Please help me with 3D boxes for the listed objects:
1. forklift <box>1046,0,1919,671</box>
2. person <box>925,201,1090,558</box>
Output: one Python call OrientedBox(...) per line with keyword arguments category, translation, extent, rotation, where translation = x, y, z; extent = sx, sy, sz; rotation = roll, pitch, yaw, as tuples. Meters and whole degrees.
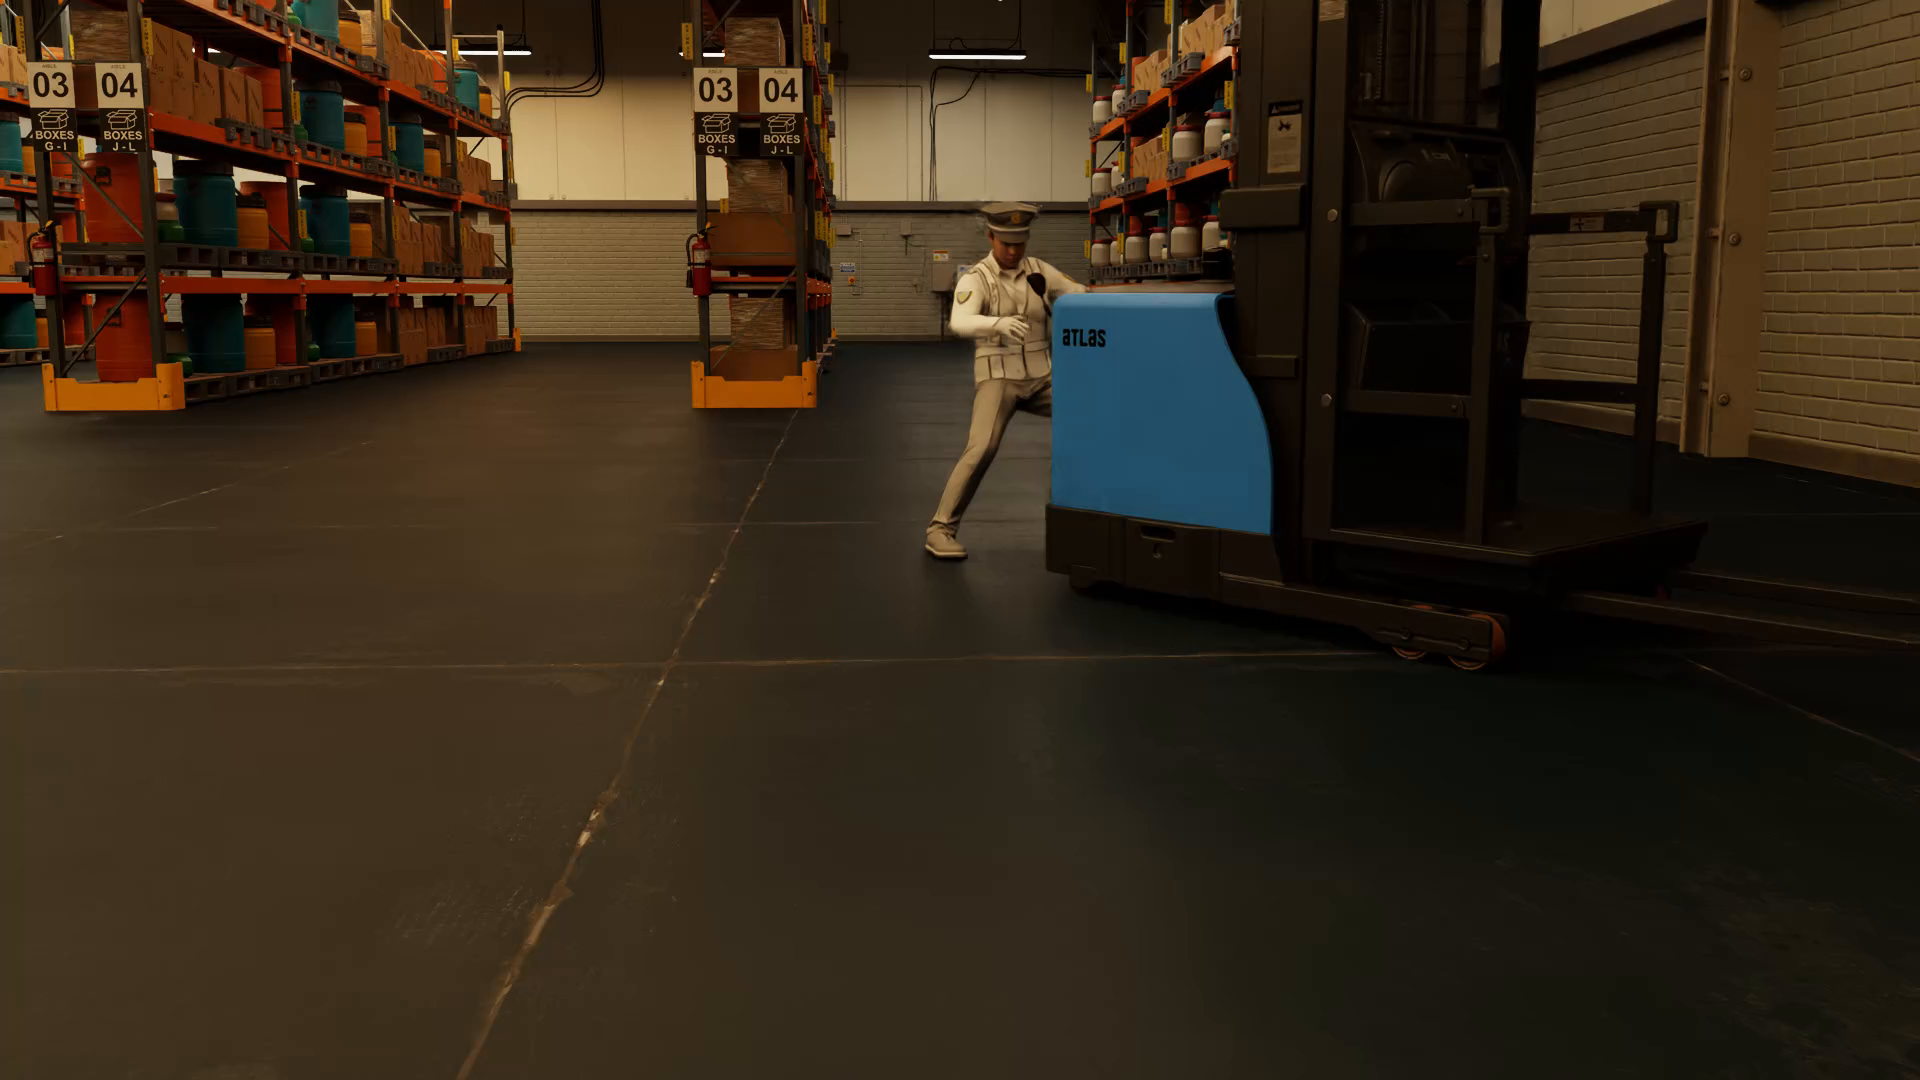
OrientedBox(category="forklift", translation=(1.671, -1.158, 5.128), extent=(1.130, 2.935, 3.031), rotation=(-7, 11, -41))
OrientedBox(category="person", translation=(0.299, -0.686, 6.975), extent=(0.945, 1.454, 0.707), rotation=(-3, 9, -20))
